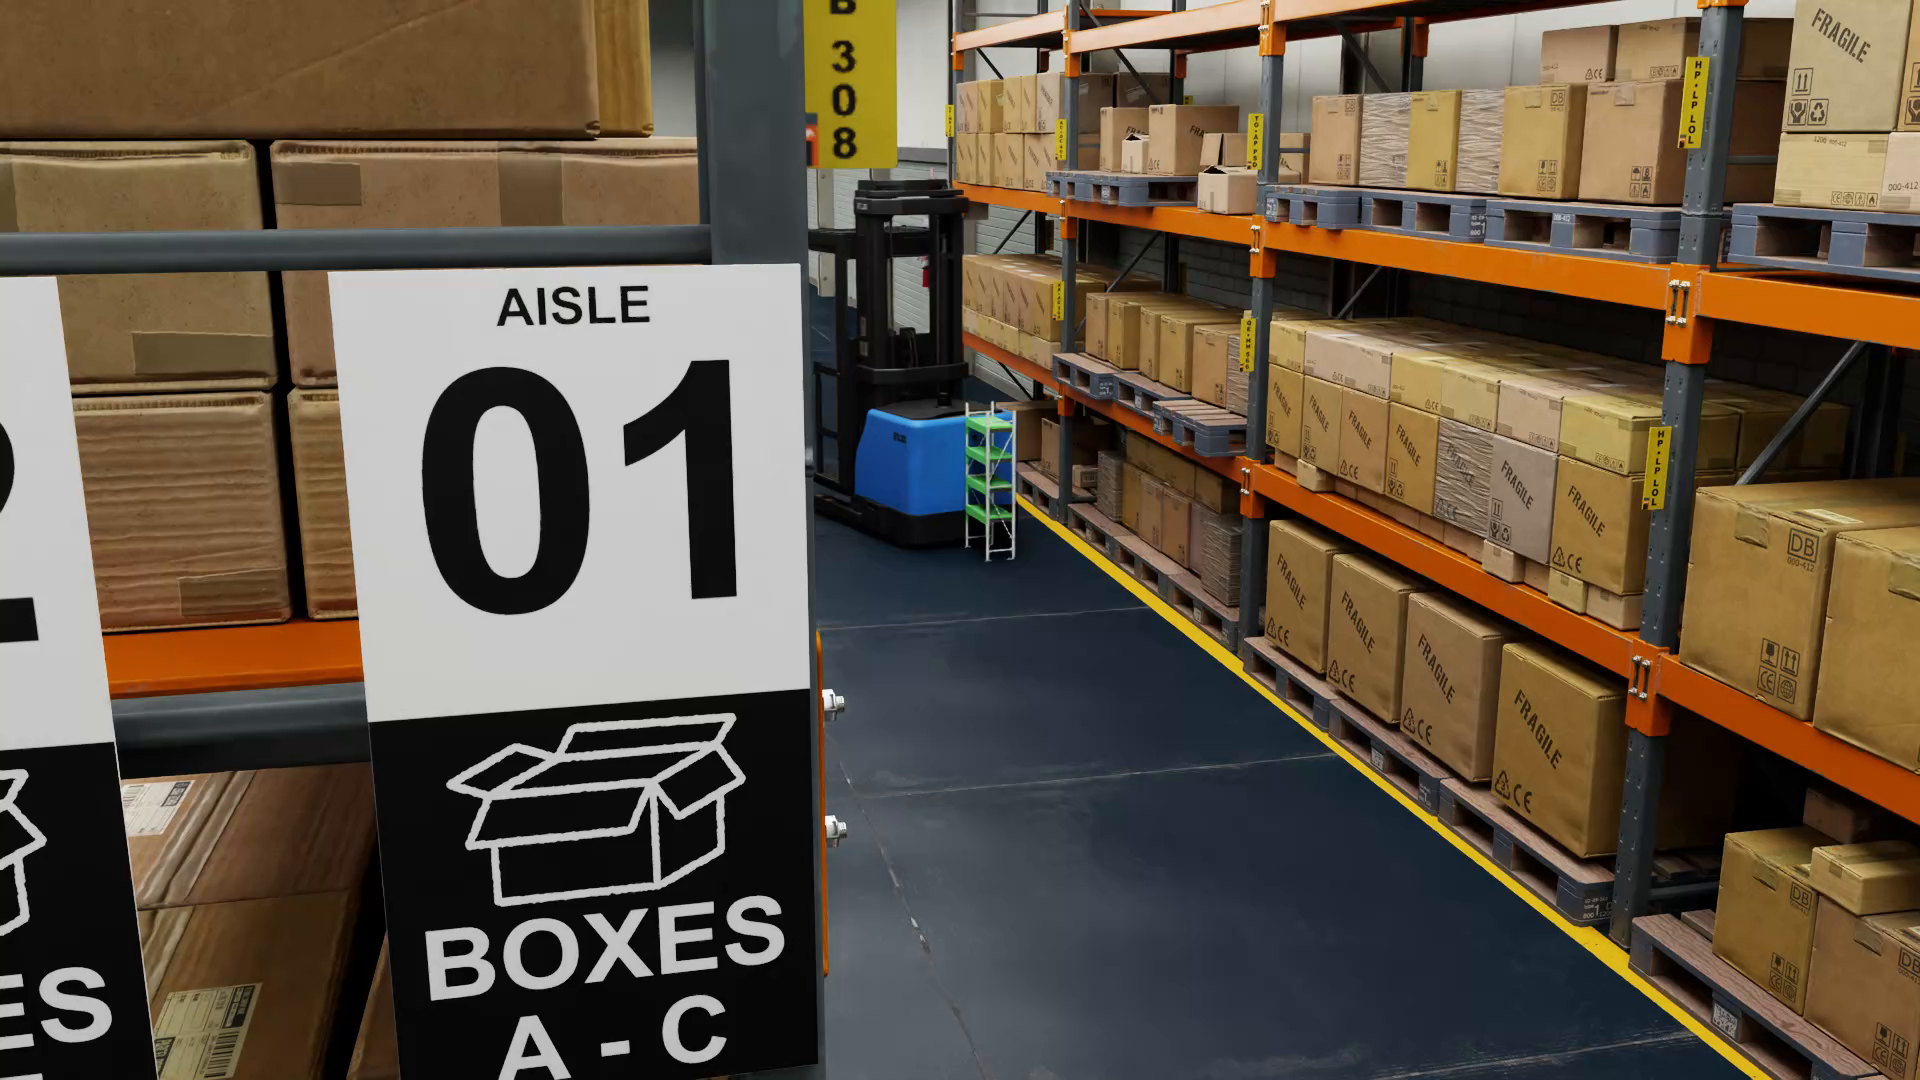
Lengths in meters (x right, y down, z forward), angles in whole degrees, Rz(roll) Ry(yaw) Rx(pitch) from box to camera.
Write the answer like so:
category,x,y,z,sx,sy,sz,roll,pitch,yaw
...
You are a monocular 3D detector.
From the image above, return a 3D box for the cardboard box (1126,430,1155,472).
category,x,y,z,sx,sy,sz,roll,pitch,yaw
cardboard box,1.658,-0.726,13.337,0.500,0.250,0.500,-4,14,-14

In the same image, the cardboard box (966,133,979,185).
category,x,y,z,sx,sy,sz,roll,pitch,yaw
cardboard box,0.349,-3.854,16.807,0.500,0.500,0.500,-2,14,-9

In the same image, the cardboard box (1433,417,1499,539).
category,x,y,z,sx,sy,sz,roll,pitch,yaw
cardboard box,2.648,-0.316,8.019,0.500,0.500,0.500,-3,14,-13

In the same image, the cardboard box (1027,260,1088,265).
category,x,y,z,sx,sy,sz,roll,pitch,yaw
cardboard box,0.974,-2.524,16.630,0.500,0.500,0.500,-4,14,-15

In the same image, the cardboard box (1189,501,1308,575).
category,x,y,z,sx,sy,sz,roll,pitch,yaw
cardboard box,2.074,0.002,11.936,0.700,0.500,0.500,-3,14,-13

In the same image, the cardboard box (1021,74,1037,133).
category,x,y,z,sx,sy,sz,roll,pitch,yaw
cardboard box,0.841,-3.860,14.728,0.500,0.500,0.500,-3,14,-10

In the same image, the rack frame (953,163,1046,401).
category,x,y,z,sx,sy,sz,roll,pitch,yaw
rack frame,0.422,-2.555,18.065,1.000,3.000,0.127,-3,14,-13

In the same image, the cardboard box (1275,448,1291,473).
category,x,y,z,sx,sy,sz,roll,pitch,yaw
cardboard box,2.153,-0.508,10.175,0.380,0.149,0.250,-3,14,-14

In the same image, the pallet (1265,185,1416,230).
category,x,y,z,sx,sy,sz,roll,pitch,yaw
pallet,2.504,-1.929,9.582,1.213,0.211,1.003,-3,14,-11

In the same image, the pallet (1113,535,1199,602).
category,x,y,z,sx,sy,sz,roll,pitch,yaw
pallet,1.836,0.184,12.730,1.003,0.211,1.213,-3,14,-13

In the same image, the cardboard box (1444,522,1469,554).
category,x,y,z,sx,sy,sz,roll,pitch,yaw
cardboard box,2.630,-0.032,8.226,0.380,0.149,0.250,-4,14,-15

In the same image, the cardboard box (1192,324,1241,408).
category,x,y,z,sx,sy,sz,roll,pitch,yaw
cardboard box,2.024,-1.207,11.410,0.700,0.500,0.500,-5,14,-18

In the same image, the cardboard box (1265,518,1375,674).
category,x,y,z,sx,sy,sz,roll,pitch,yaw
cardboard box,2.346,0.308,9.992,0.750,0.750,0.750,-3,14,-14

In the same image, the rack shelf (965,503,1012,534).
category,x,y,z,sx,sy,sz,roll,pitch,yaw
rack shelf,0.241,-0.179,13.413,0.258,0.148,0.480,-5,15,-19

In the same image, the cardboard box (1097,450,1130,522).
category,x,y,z,sx,sy,sz,roll,pitch,yaw
cardboard box,1.551,-0.463,13.841,0.700,0.500,0.500,-3,14,-11

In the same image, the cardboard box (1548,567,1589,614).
category,x,y,z,sx,sy,sz,roll,pitch,yaw
cardboard box,2.804,0.206,7.249,0.380,0.149,0.250,-3,14,-12

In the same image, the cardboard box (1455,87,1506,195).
category,x,y,z,sx,sy,sz,roll,pitch,yaw
cardboard box,2.892,-1.959,8.169,0.700,0.500,0.500,-3,14,-13

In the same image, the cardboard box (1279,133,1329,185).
category,x,y,z,sx,sy,sz,roll,pitch,yaw
cardboard box,2.356,-2.404,10.873,0.500,0.500,0.500,-3,14,-13

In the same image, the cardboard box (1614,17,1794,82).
category,x,y,z,sx,sy,sz,roll,pitch,yaw
cardboard box,3.161,-2.081,7.086,0.500,0.250,0.500,-2,14,-9

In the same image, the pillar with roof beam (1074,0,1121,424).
category,x,y,z,sx,sy,sz,roll,pitch,yaw
pillar with roof beam,-2.757,-5.116,15.907,9.100,9.000,0.400,-3,14,-13

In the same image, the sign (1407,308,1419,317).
category,x,y,z,sx,sy,sz,roll,pitch,yaw
sign,2.840,-1.304,10.503,0.100,0.325,0.005,-3,14,-13

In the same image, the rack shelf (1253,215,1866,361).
category,x,y,z,sx,sy,sz,roll,pitch,yaw
rack shelf,2.771,-1.356,8.352,1.077,0.370,4.000,-3,14,-13

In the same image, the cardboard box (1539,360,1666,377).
category,x,y,z,sx,sy,sz,roll,pitch,yaw
cardboard box,3.134,-0.710,8.054,0.500,0.250,0.500,-4,14,-15

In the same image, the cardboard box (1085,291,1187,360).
category,x,y,z,sx,sy,sz,roll,pitch,yaw
cardboard box,1.448,-1.775,13.736,0.700,0.500,0.500,-3,14,-13

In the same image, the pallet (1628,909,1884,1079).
category,x,y,z,sx,sy,sz,roll,pitch,yaw
pallet,3.343,1.748,6.329,1.003,0.211,1.213,-3,14,-13

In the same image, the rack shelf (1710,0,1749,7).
category,x,y,z,sx,sy,sz,roll,pitch,yaw
rack shelf,3.710,-1.696,4.266,1.077,0.370,4.000,-3,14,-13

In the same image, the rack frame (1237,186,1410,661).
category,x,y,z,sx,sy,sz,roll,pitch,yaw
rack frame,2.301,-0.710,10.511,1.000,3.000,0.127,-3,14,-13

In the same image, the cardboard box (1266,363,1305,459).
category,x,y,z,sx,sy,sz,roll,pitch,yaw
cardboard box,2.167,-0.786,9.945,0.500,0.500,0.500,-3,14,-12

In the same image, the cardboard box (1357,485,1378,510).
category,x,y,z,sx,sy,sz,roll,pitch,yaw
cardboard box,2.433,-0.273,9.212,0.380,0.149,0.250,-3,14,-12

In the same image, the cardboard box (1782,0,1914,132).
category,x,y,z,sx,sy,sz,roll,pitch,yaw
cardboard box,3.136,-1.608,5.508,0.500,0.500,0.500,-3,14,-14

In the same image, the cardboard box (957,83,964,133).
category,x,y,z,sx,sy,sz,roll,pitch,yaw
cardboard box,0.277,-4.454,17.157,0.500,0.500,0.500,-4,14,-17

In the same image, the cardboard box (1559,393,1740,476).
category,x,y,z,sx,sy,sz,roll,pitch,yaw
cardboard box,2.882,-0.447,6.978,0.500,0.250,0.500,-3,14,-12

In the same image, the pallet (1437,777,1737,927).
category,x,y,z,sx,sy,sz,roll,pitch,yaw
pallet,2.986,1.394,7.776,1.003,0.211,1.213,-3,14,-13

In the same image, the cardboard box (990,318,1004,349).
category,x,y,z,sx,sy,sz,roll,pitch,yaw
cardboard box,0.595,-2.008,16.100,0.500,0.250,0.500,-3,14,-13

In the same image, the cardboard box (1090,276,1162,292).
category,x,y,z,sx,sy,sz,roll,pitch,yaw
cardboard box,1.454,-2.054,14.706,0.500,0.500,0.500,-4,14,-14

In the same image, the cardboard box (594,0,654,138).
category,x,y,z,sx,sy,sz,roll,pitch,yaw
cardboard box,-0.806,-0.816,2.310,0.700,0.500,0.500,-3,14,-13

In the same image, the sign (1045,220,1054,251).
category,x,y,z,sx,sy,sz,roll,pitch,yaw
sign,0.967,-3.297,17.998,0.100,0.325,0.005,-3,14,-13

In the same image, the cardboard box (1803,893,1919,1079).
category,x,y,z,sx,sy,sz,roll,pitch,yaw
cardboard box,3.431,1.518,5.776,0.700,0.500,0.500,-3,14,-14

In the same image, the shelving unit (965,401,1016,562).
category,x,y,z,sx,sy,sz,roll,pitch,yaw
shelving unit,0.241,-0.475,13.341,0.258,1.200,0.503,-5,15,-19

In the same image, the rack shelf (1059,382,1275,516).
category,x,y,z,sx,sy,sz,roll,pitch,yaw
rack shelf,1.832,-0.821,12.485,1.077,0.370,4.000,-3,14,-13

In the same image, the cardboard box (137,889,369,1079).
category,x,y,z,sx,sy,sz,roll,pitch,yaw
cardboard box,-1.006,0.791,2.050,0.500,0.500,0.500,-3,14,-14

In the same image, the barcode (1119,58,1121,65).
category,x,y,z,sx,sy,sz,roll,pitch,yaw
barcode,1.453,-4.357,15.117,0.001,0.075,0.075,-3,14,-13

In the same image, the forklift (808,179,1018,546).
category,x,y,z,sx,sy,sz,roll,pitch,yaw
forklift,-0.688,-1.680,14.627,1.130,2.935,3.031,-8,16,-29

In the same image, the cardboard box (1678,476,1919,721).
category,x,y,z,sx,sy,sz,roll,pitch,yaw
cardboard box,3.352,0.194,6.183,0.980,0.700,0.700,-3,14,-12

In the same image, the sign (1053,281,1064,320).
category,x,y,z,sx,sy,sz,roll,pitch,yaw
sign,0.836,-2.021,14.054,0.100,0.325,0.005,-3,14,-13

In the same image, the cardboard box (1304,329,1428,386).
category,x,y,z,sx,sy,sz,roll,pitch,yaw
cardboard box,2.284,-1.034,9.378,0.500,0.250,0.500,-3,14,-14

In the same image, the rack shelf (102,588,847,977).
category,x,y,z,sx,sy,sz,roll,pitch,yaw
rack shelf,-1.104,-0.156,3.441,1.077,0.370,4.000,-3,14,-13

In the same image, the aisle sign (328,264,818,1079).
category,x,y,z,sx,sy,sz,roll,pitch,yaw
aisle sign,-0.333,0.149,1.517,0.394,0.787,0.004,-3,14,-13

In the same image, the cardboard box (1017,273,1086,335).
category,x,y,z,sx,sy,sz,roll,pitch,yaw
cardboard box,0.827,-2.140,15.060,0.500,0.500,0.500,-3,14,-14

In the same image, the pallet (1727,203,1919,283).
category,x,y,z,sx,sy,sz,roll,pitch,yaw
pallet,3.423,-1.012,5.614,1.003,0.211,1.213,-3,14,-13

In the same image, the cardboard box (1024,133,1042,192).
category,x,y,z,sx,sy,sz,roll,pitch,yaw
cardboard box,0.897,-3.368,14.819,0.500,0.500,0.500,-5,14,-18

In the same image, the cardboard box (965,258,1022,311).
category,x,y,z,sx,sy,sz,roll,pitch,yaw
cardboard box,0.349,-2.615,17.003,0.500,0.500,0.500,-3,14,-13
